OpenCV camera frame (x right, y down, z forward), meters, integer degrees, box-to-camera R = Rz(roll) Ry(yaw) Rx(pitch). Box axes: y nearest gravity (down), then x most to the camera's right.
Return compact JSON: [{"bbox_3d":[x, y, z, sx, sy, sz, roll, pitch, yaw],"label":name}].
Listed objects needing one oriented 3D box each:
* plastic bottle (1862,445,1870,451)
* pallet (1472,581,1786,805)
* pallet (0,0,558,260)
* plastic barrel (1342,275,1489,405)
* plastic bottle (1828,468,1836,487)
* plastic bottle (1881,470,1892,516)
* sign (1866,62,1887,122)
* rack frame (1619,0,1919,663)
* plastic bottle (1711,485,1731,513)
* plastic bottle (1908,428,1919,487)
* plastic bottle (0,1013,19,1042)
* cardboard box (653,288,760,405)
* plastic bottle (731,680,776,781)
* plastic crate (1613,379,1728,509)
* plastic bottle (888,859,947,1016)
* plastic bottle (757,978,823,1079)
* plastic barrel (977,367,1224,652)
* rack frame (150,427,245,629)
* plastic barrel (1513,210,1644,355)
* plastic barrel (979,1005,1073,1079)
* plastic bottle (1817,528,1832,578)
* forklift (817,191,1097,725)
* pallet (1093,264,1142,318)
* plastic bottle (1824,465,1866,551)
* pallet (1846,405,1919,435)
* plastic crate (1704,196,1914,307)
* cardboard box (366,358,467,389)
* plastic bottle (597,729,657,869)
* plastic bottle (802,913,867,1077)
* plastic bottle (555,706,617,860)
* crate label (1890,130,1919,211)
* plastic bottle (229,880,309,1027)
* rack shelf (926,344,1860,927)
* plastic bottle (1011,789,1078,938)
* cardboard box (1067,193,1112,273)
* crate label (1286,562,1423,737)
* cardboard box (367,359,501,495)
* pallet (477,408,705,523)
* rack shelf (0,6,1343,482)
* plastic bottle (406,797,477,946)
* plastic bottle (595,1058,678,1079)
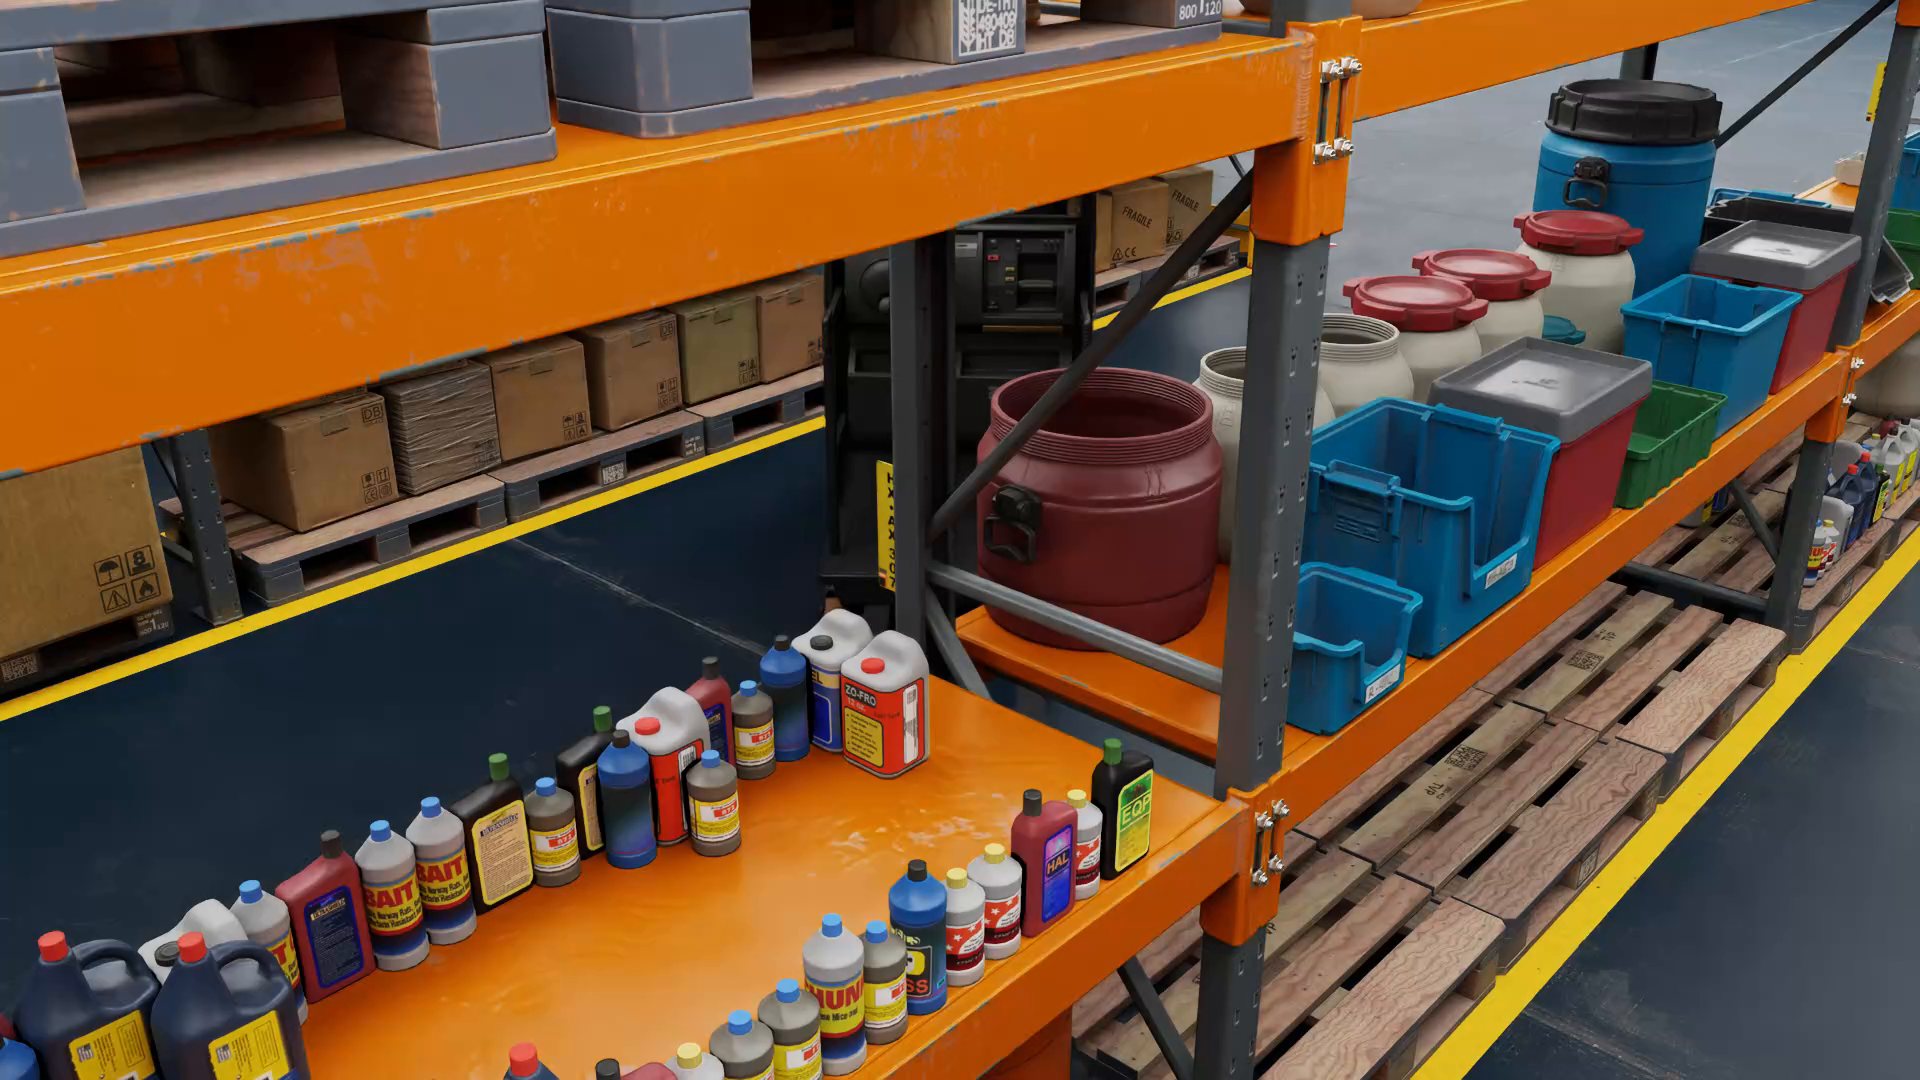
[{"bbox_3d":[4.189,-0.342,7.728,0.097,0.201,0.097,0,24,0],"label":"plastic bottle"},{"bbox_3d":[2.431,0.501,6.376,1.003,0.211,1.213,20,31,38],"label":"pallet"},{"bbox_3d":[-1.208,-0.479,1.716,1.003,0.211,1.213,20,31,38],"label":"pallet"},{"bbox_3d":[1.346,-0.497,5.025,0.433,0.535,0.433,0,24,0],"label":"plastic barrel"},{"bbox_3d":[3.781,-0.187,7.298,0.097,0.271,0.097,0,24,0],"label":"plastic bottle"},{"bbox_3d":[4.107,-0.216,7.447,0.097,0.201,0.097,0,24,0],"label":"plastic bottle"},{"bbox_3d":[5.189,-2.518,9.362,0.100,0.325,0.005,20,31,38],"label":"sign"},{"bbox_3d":[2.926,-1.022,6.362,1.000,3.000,0.127,20,31,38],"label":"rack frame"},{"bbox_3d":[3.397,-0.280,7.500,0.152,0.276,0.135,20,31,38],"label":"plastic bottle"},{"bbox_3d":[4.416,-0.407,7.784,0.152,0.276,0.135,19,30,36],"label":"plastic bottle"},{"bbox_3d":[-1.445,0.801,2.440,0.061,0.283,0.133,20,31,38],"label":"plastic bottle"},{"bbox_3d":[-1.520,-1.113,9.083,0.700,0.500,0.500,20,31,37],"label":"cardboard box"},{"bbox_3d":[-0.435,0.389,3.459,0.097,0.201,0.097,0,24,0],"label":"plastic bottle"},{"bbox_3d":[1.974,-0.317,5.050,0.450,0.188,0.662,20,31,38],"label":"plastic crate"},{"bbox_3d":[-0.070,0.655,2.780,0.097,0.271,0.097,0,24,0],"label":"plastic bottle"},{"bbox_3d":[-0.265,0.776,2.595,0.097,0.201,0.097,0,24,0],"label":"plastic bottle"},{"bbox_3d":[0.341,-0.089,4.116,0.600,0.536,0.708,20,31,38],"label":"plastic barrel"},{"bbox_3d":[-3.432,-1.155,6.661,1.000,3.000,0.127,20,31,38],"label":"rack frame"},{"bbox_3d":[2.125,-0.852,5.818,0.433,0.535,0.433,0,24,0],"label":"plastic barrel"},{"bbox_3d":[-0.057,1.149,3.660,0.600,0.830,0.708,20,31,38],"label":"plastic barrel"},{"bbox_3d":[3.533,0.046,6.863,0.097,0.201,0.097,0,24,0],"label":"plastic bottle"},{"bbox_3d":[-0.005,-1.057,6.525,1.130,2.935,3.031,1,24,2],"label":"forklift"},{"bbox_3d":[0.474,-1.689,11.260,1.003,0.211,1.213,20,31,38],"label":"pallet"},{"bbox_3d":[3.774,-0.146,7.110,0.144,0.351,0.185,21,32,39],"label":"plastic bottle"},{"bbox_3d":[5.034,-0.686,9.022,1.003,0.211,1.213,20,31,38],"label":"pallet"},{"bbox_3d":[3.371,-1.118,6.653,0.767,0.338,0.504,20,31,38],"label":"plastic crate"},{"bbox_3d":[-2.660,-0.934,7.769,0.500,0.250,0.500,-20,31,-37],"label":"cardboard box"},{"bbox_3d":[-0.634,0.485,3.160,0.097,0.271,0.097,0,24,0],"label":"plastic bottle"},{"bbox_3d":[-0.200,0.715,2.647,0.097,0.271,0.097,0,24,0],"label":"plastic bottle"},{"bbox_3d":[-0.705,0.463,3.193,0.061,0.283,0.133,20,31,38],"label":"plastic bottle"},{"bbox_3d":[4.569,-1.622,7.658,0.502,0.435,0.616,20,31,38],"label":"crate label"},{"bbox_3d":[-1.141,0.679,2.727,0.097,0.271,0.097,0,24,0],"label":"plastic bottle"},{"bbox_3d":[1.592,-0.084,5.151,1.077,0.370,4.000,20,31,38],"label":"rack shelf"},{"bbox_3d":[0.151,0.560,2.977,0.061,0.283,0.133,20,31,38],"label":"plastic bottle"},{"bbox_3d":[0.673,-2.081,11.267,0.500,0.500,0.500,-21,31,-38],"label":"cardboard box"},{"bbox_3d":[0.817,0.247,3.737,0.303,0.233,0.416,20,31,38],"label":"crate label"},{"bbox_3d":[-2.639,-0.598,7.934,0.700,0.500,0.500,17,29,33],"label":"cardboard box"},{"bbox_3d":[-2.095,-0.491,8.586,1.003,0.211,1.213,20,31,38],"label":"pallet"},{"bbox_3d":[-1.078,-0.234,1.819,1.077,0.370,4.000,20,31,38],"label":"rack shelf"},{"bbox_3d":[-0.922,0.579,2.949,0.097,0.271,0.097,0,24,0],"label":"plastic bottle"},{"bbox_3d":[-0.458,0.838,2.357,0.061,0.283,0.133,20,31,38],"label":"plastic bottle"}]
